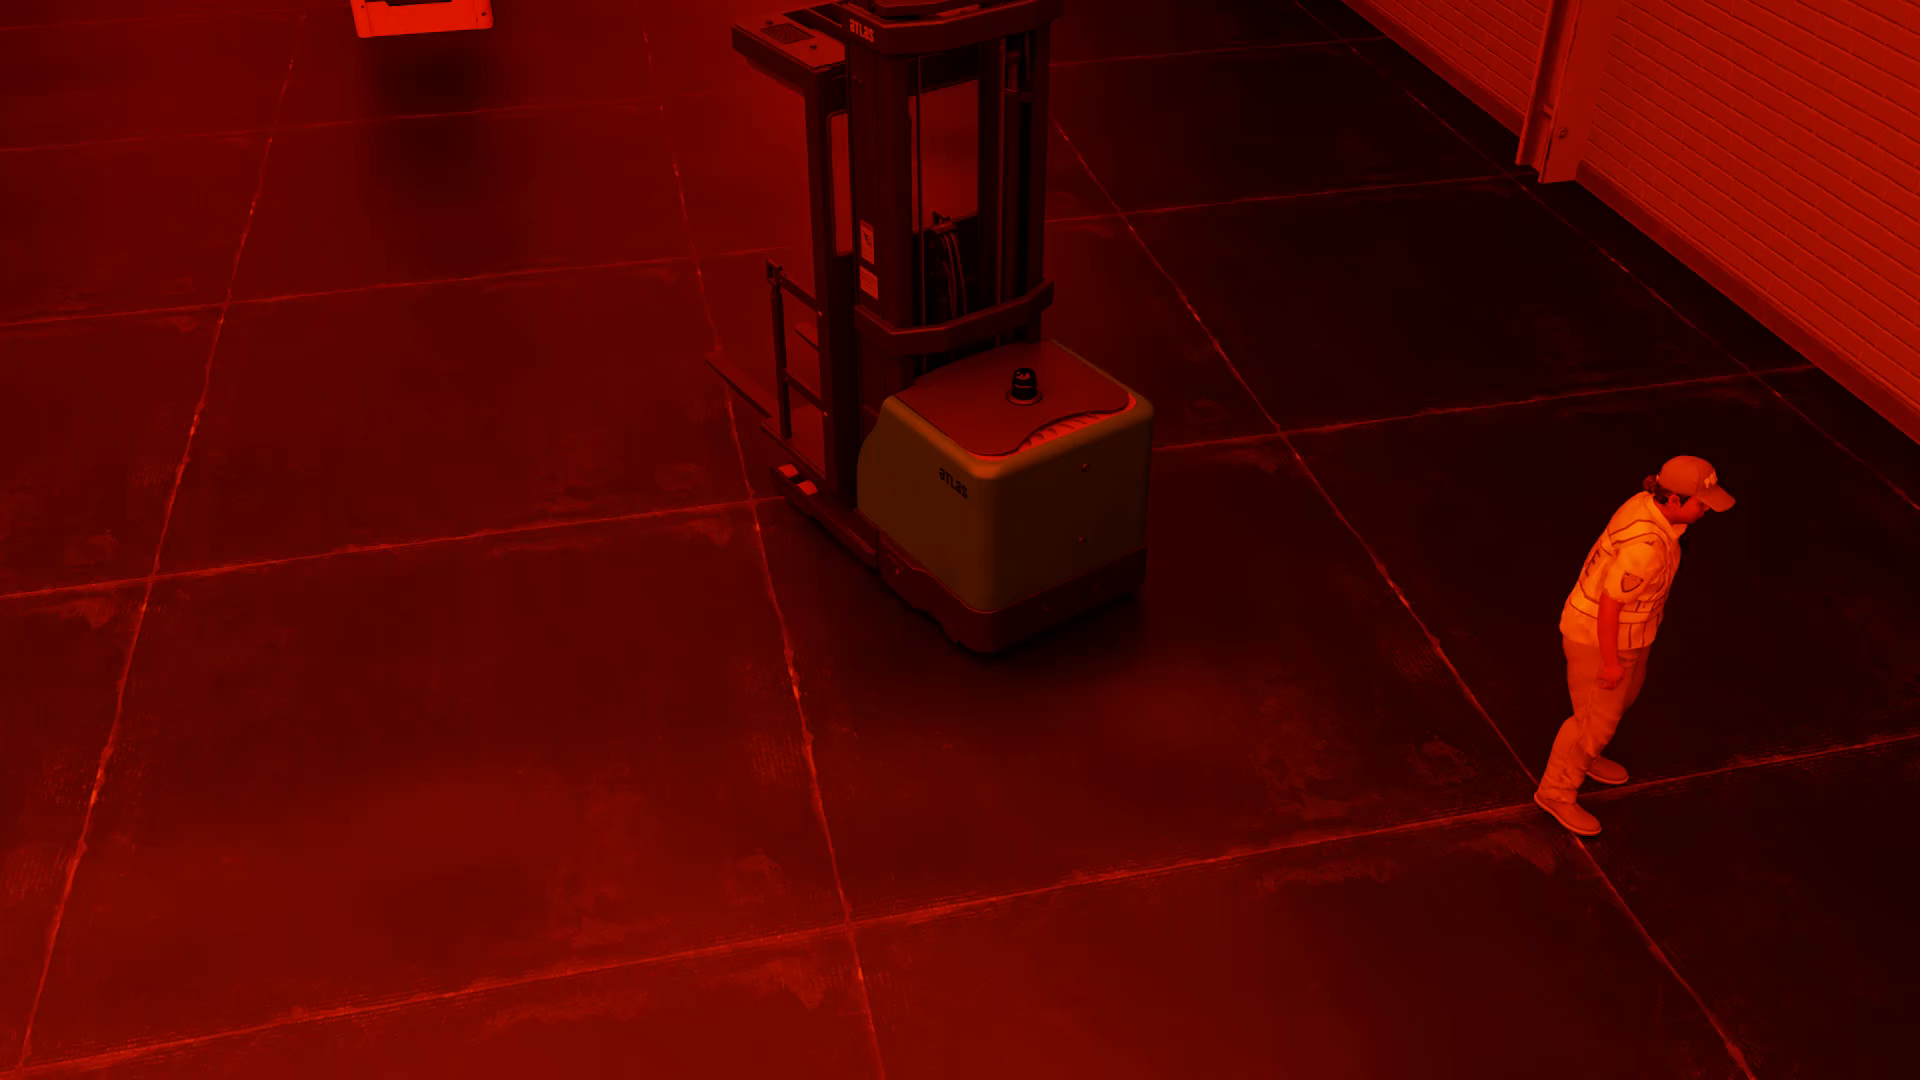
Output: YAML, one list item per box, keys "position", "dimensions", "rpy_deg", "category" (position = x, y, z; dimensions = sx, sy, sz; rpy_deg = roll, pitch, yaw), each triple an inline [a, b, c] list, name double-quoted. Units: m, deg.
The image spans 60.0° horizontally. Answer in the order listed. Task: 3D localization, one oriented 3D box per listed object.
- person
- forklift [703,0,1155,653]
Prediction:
- position: [2.633, 0.381, 6.607]
  dimensions: [0.470, 1.665, 0.562]
  rpy_deg: [20, 40, 26]
  category: "person"
- position: [-0.350, -1.480, 8.107]
  dimensions: [1.130, 2.935, 3.031]
  rpy_deg: [-22, 41, -28]
  category: "forklift"
